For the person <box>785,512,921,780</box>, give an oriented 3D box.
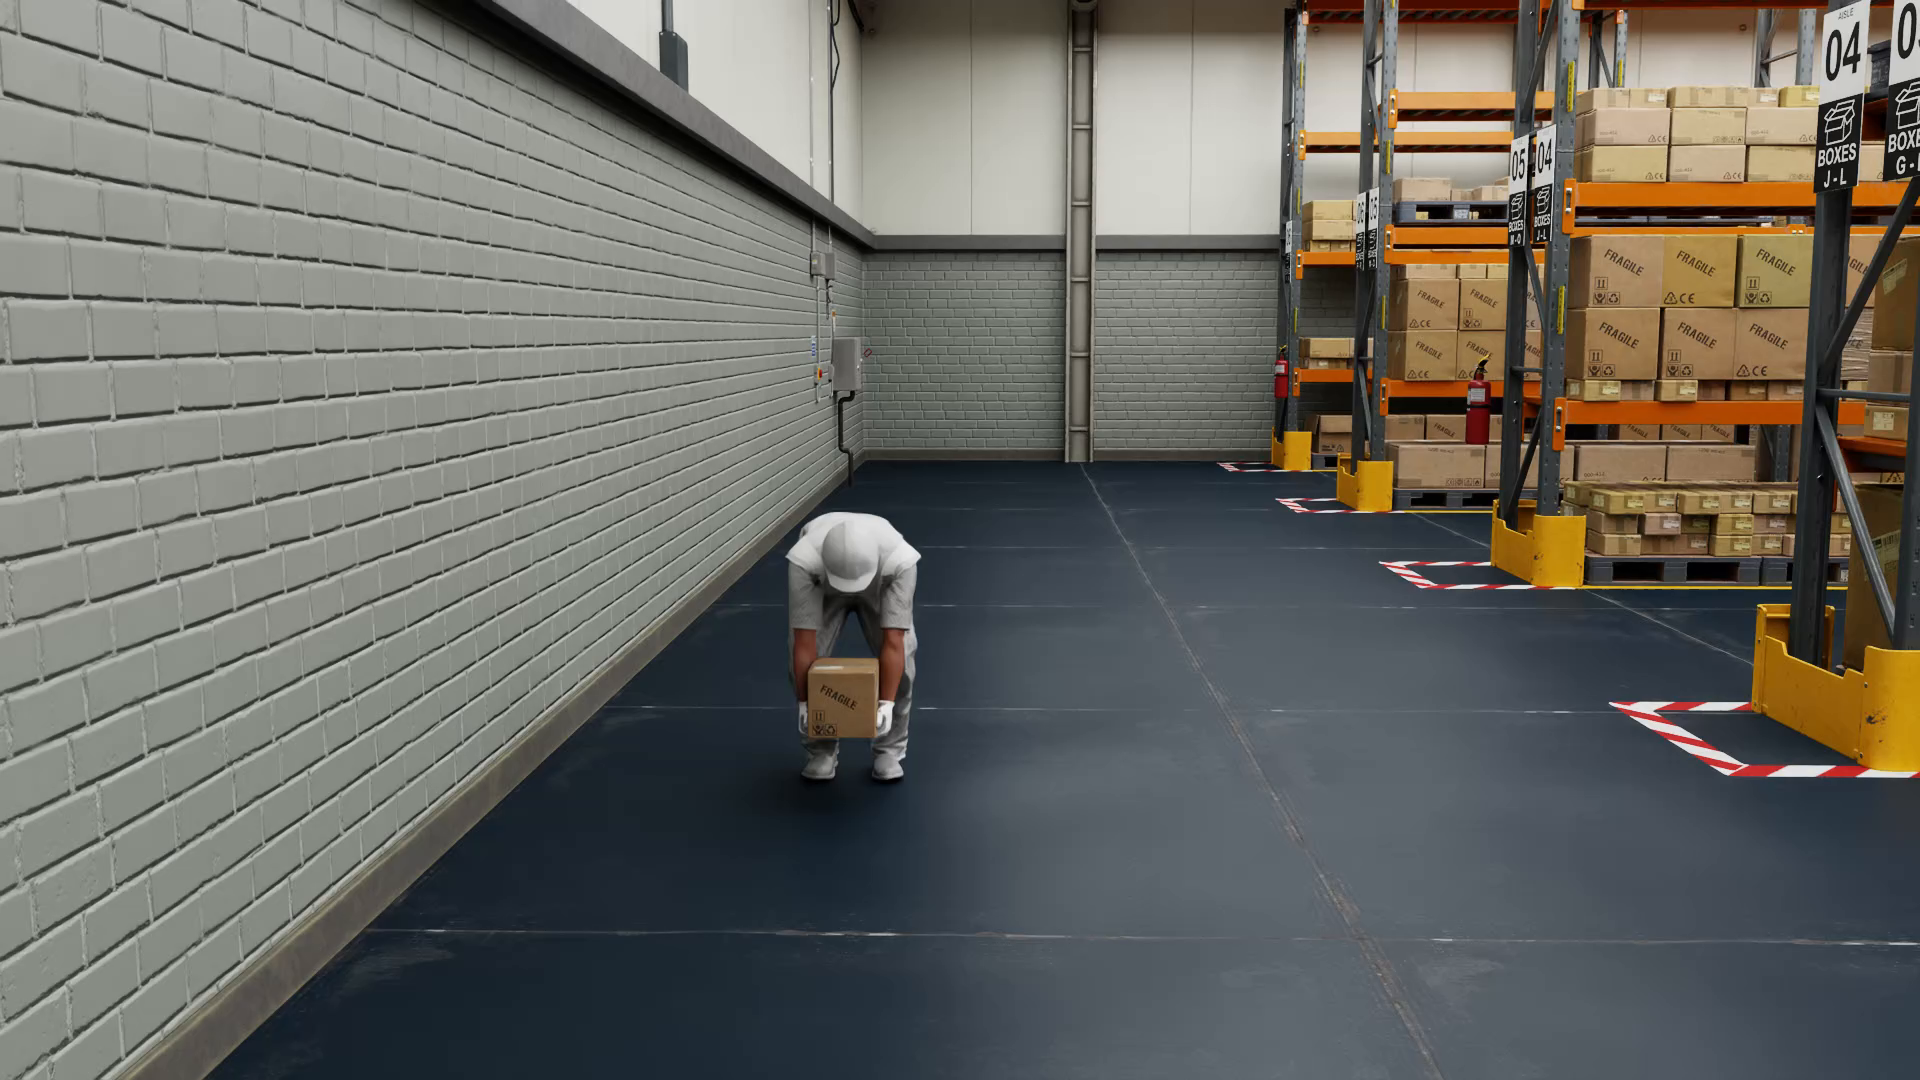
[{"bbox_3d":[-0.417,0.427,6.498,0.534,1.104,0.976,0,7,-2],"label":"person"}]
